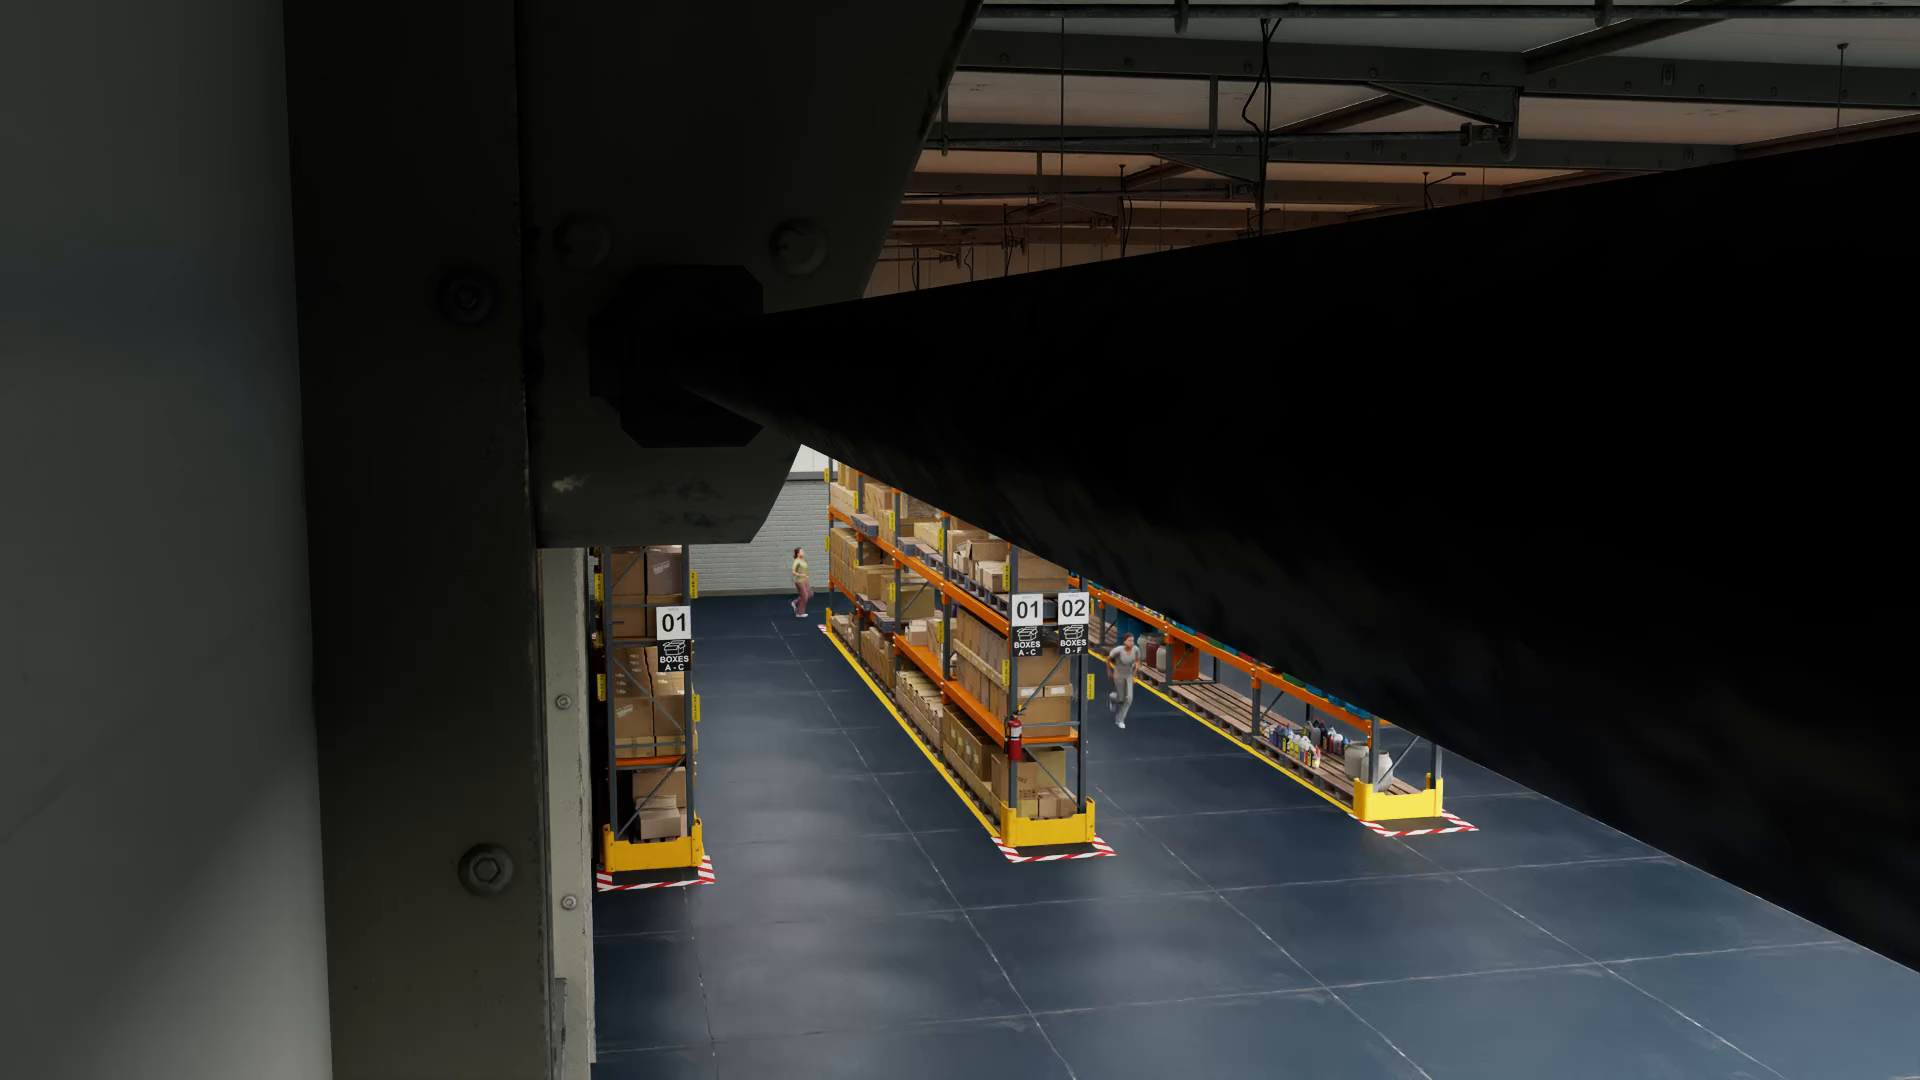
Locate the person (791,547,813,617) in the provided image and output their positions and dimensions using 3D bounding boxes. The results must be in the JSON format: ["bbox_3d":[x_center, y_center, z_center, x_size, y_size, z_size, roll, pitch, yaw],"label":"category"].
[{"bbox_3d":[-3.672,0.975,38.361,0.558,1.613,0.576,2,7,18],"label":"person"}]

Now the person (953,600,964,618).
[{"bbox_3d":[0.066,1.461,34.282,0.587,1.613,0.568,-2,7,-16],"label":"person"}]

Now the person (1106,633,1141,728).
[{"bbox_3d":[2.685,2.293,27.566,0.557,1.604,0.734,-3,7,-23],"label":"person"}]
